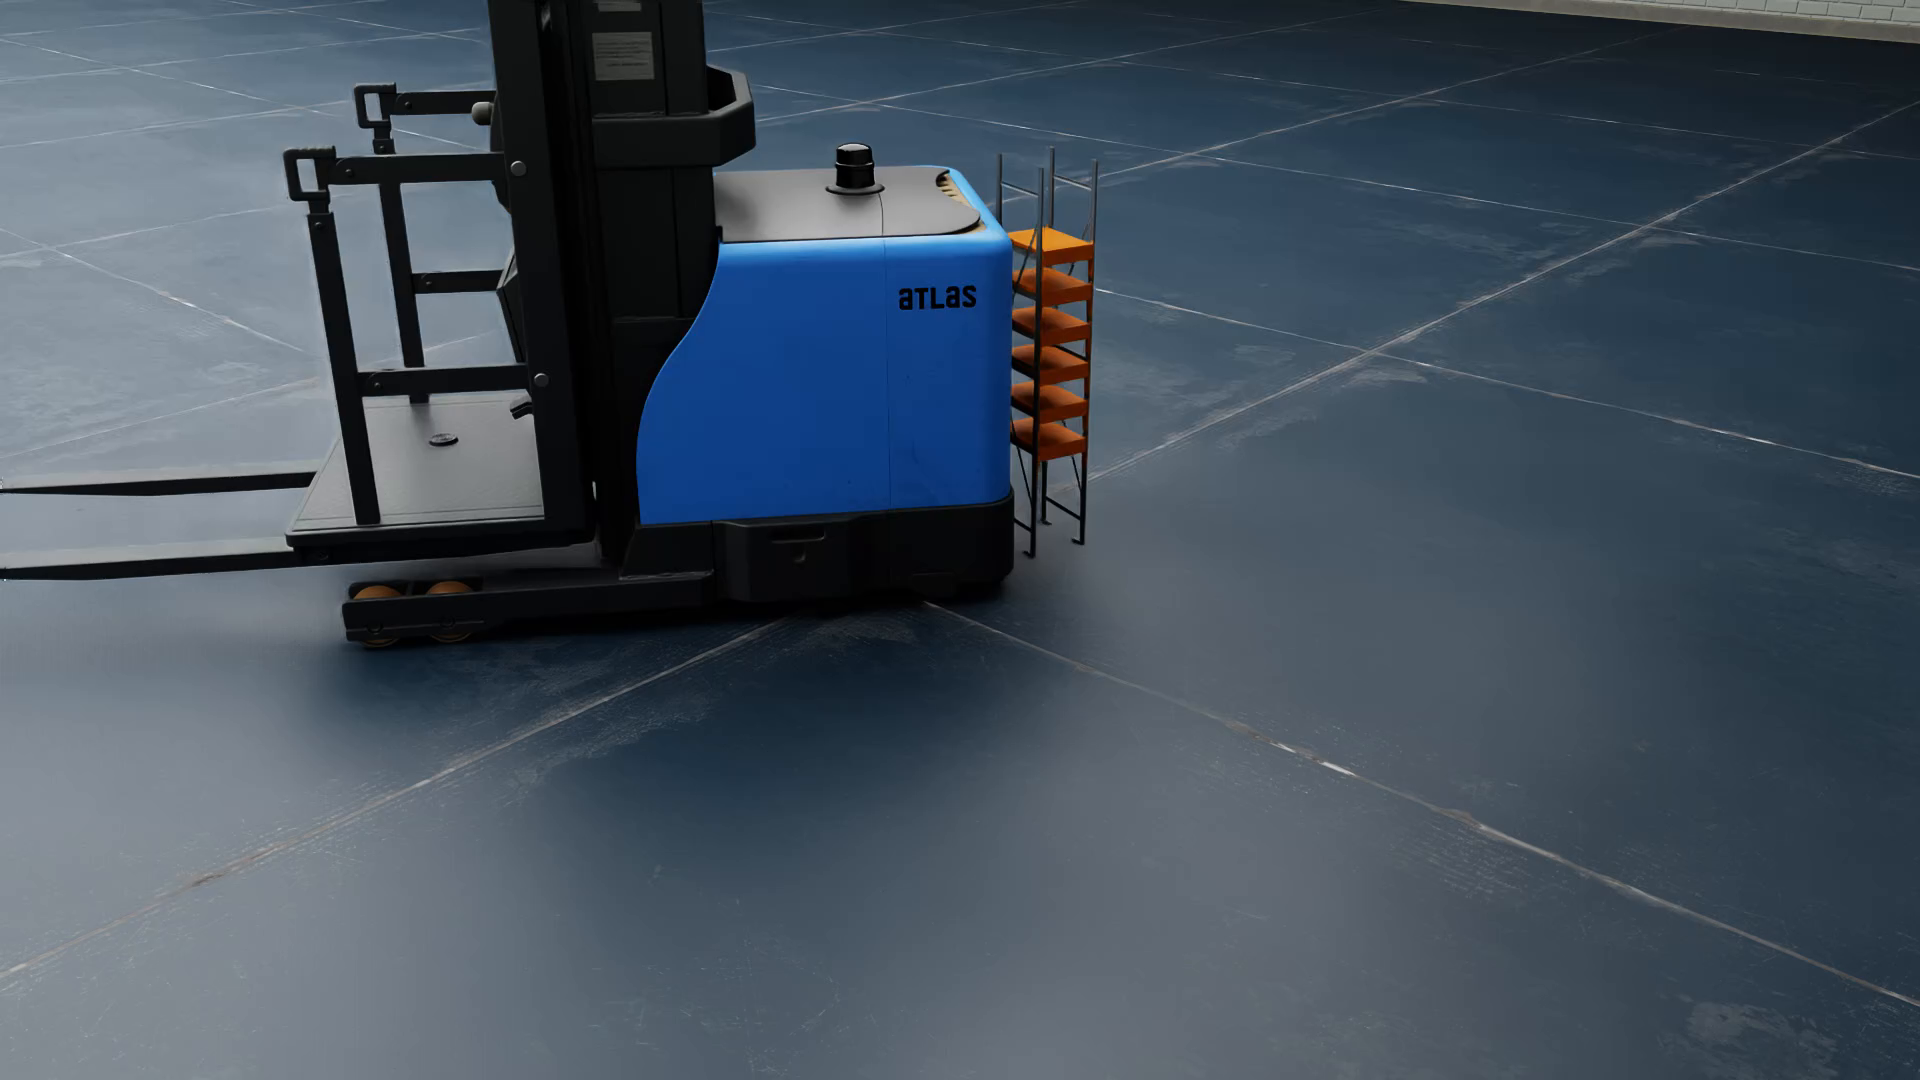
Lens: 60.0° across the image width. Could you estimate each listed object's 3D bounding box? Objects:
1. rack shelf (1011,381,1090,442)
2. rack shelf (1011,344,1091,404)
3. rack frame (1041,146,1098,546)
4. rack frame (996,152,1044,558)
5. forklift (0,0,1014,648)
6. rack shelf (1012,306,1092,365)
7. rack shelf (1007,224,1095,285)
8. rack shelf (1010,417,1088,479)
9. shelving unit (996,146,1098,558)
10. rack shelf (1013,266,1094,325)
[{"bbox_3d":[0.248,-0.403,5.083,0.180,0.103,0.258,-14,28,-28],"label":"rack shelf"},{"bbox_3d":[0.249,-0.512,5.034,0.180,0.103,0.258,-14,28,-28],"label":"rack shelf"},{"bbox_3d":[0.327,-0.572,5.058,0.006,1.200,0.240,-14,28,-28],"label":"rack frame"},{"bbox_3d":[0.170,-0.534,4.973,0.006,1.200,0.240,-14,28,-28],"label":"rack frame"},{"bbox_3d":[-1.406,-1.273,4.506,3.031,2.935,1.130,-4,24,-8],"label":"forklift"},{"bbox_3d":[0.249,-0.622,4.985,0.180,0.103,0.258,-14,28,-28],"label":"rack shelf"},{"bbox_3d":[0.249,-0.841,4.886,0.180,0.103,0.258,-14,28,-28],"label":"rack shelf"},{"bbox_3d":[0.248,-0.294,5.133,0.180,0.103,0.258,-14,28,-28],"label":"rack shelf"},{"bbox_3d":[0.249,-0.553,5.016,0.189,1.200,0.258,-14,28,-28],"label":"shelving unit"},{"bbox_3d":[0.249,-0.731,4.936,0.180,0.103,0.258,-14,28,-28],"label":"rack shelf"}]
